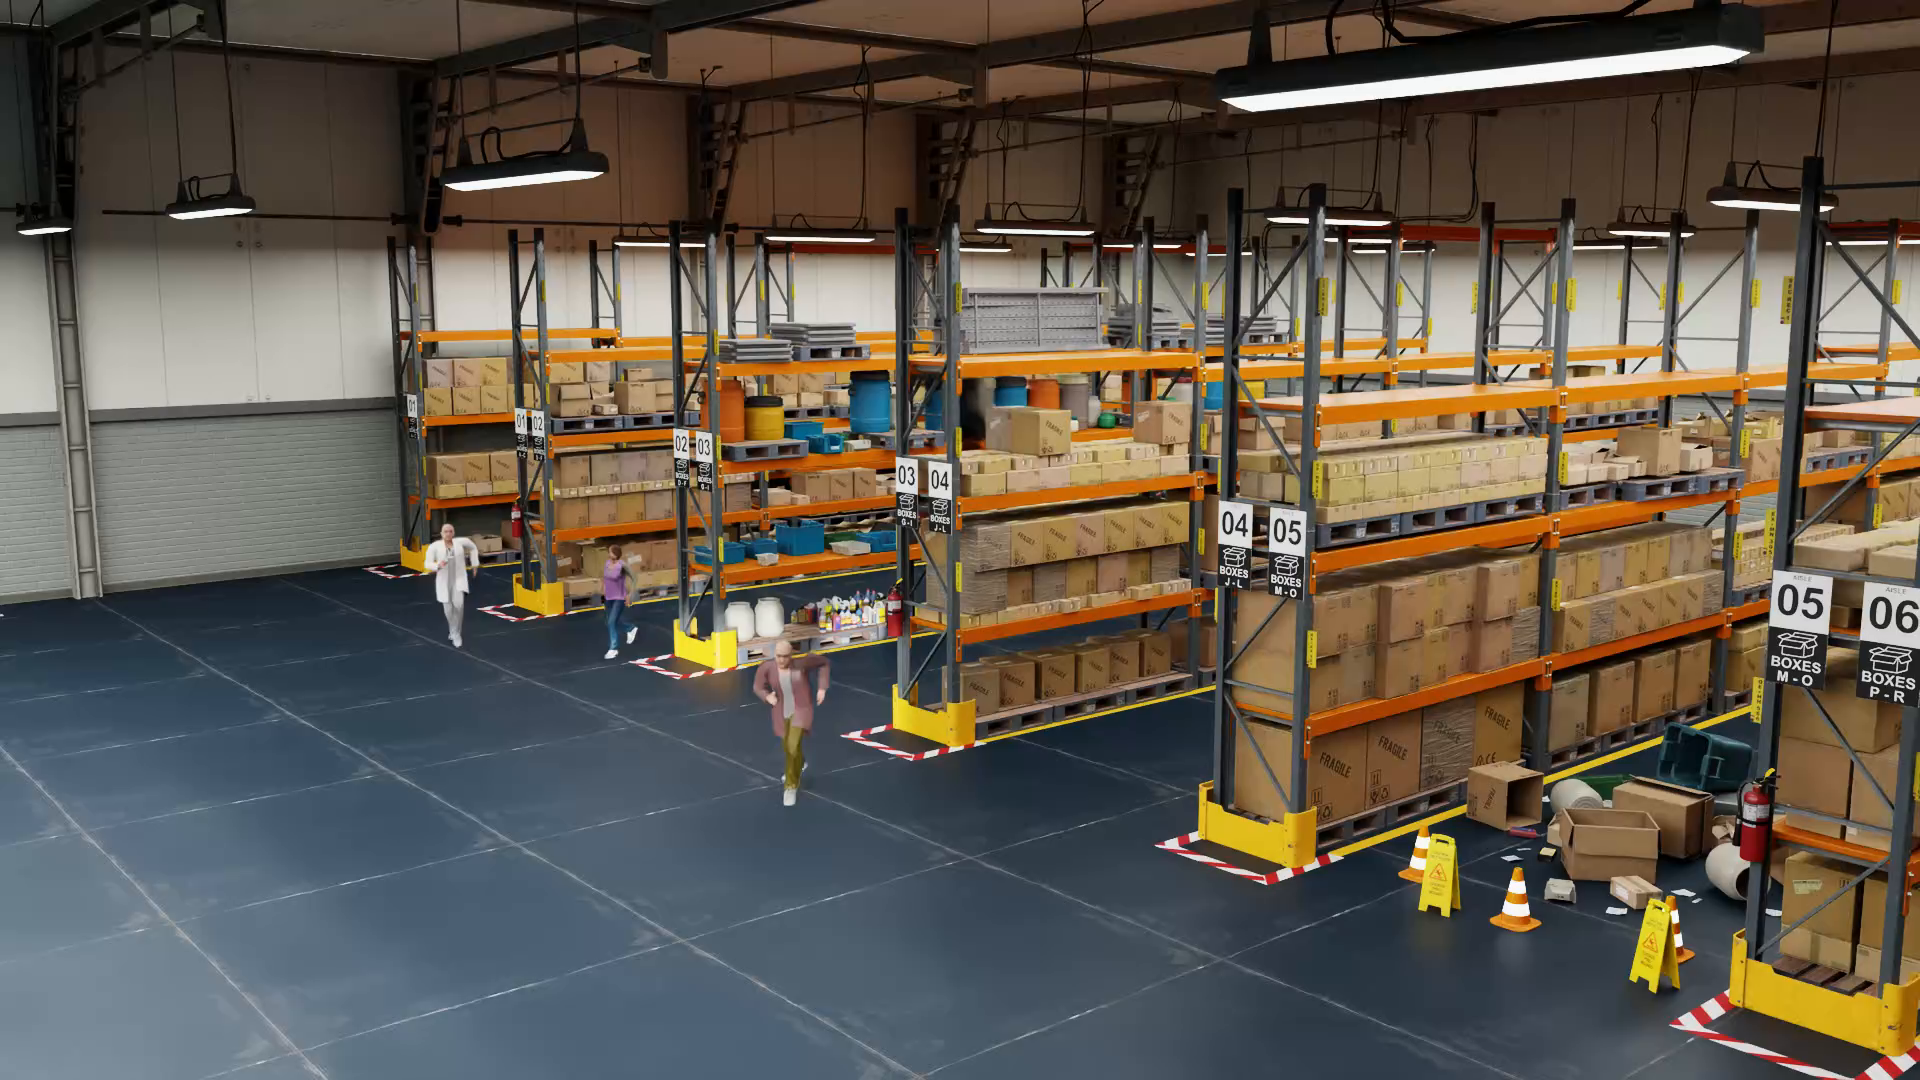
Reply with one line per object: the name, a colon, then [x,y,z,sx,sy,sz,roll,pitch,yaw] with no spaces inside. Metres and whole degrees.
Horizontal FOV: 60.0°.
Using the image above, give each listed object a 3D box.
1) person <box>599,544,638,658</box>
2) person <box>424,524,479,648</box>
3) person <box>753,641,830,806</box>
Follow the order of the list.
person: [-4.783,0.834,23.319,0.577,1.587,0.669,6,10,33]
person: [-7.277,0.639,23.865,0.749,1.789,0.900,-3,9,-17]
person: [-1.685,1.801,16.819,0.753,1.736,1.037,1,9,5]
